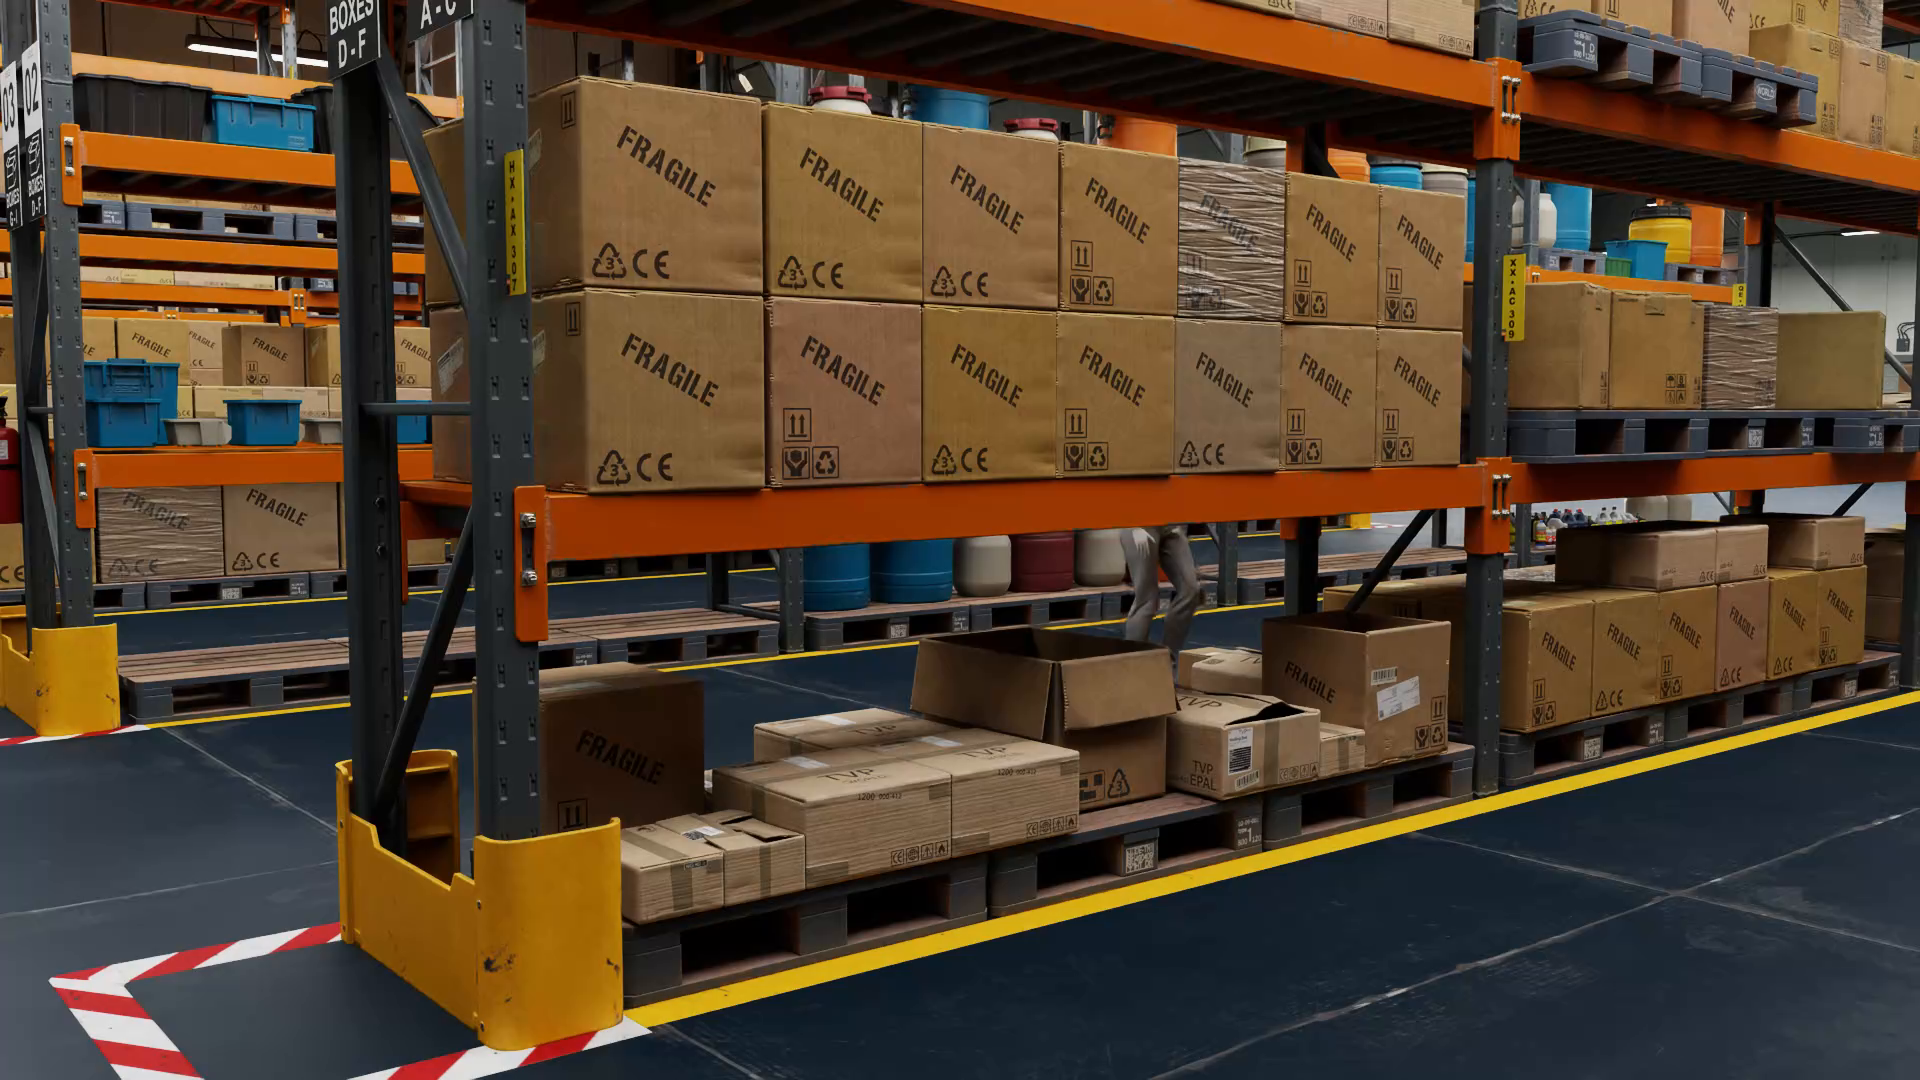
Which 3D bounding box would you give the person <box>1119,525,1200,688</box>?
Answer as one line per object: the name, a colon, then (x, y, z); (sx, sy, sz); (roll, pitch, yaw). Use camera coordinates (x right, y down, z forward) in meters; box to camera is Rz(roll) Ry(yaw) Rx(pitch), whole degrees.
person: (1.043, -0.012, 8.999); (0.528, 1.747, 0.472); (-4, 6, -44)
